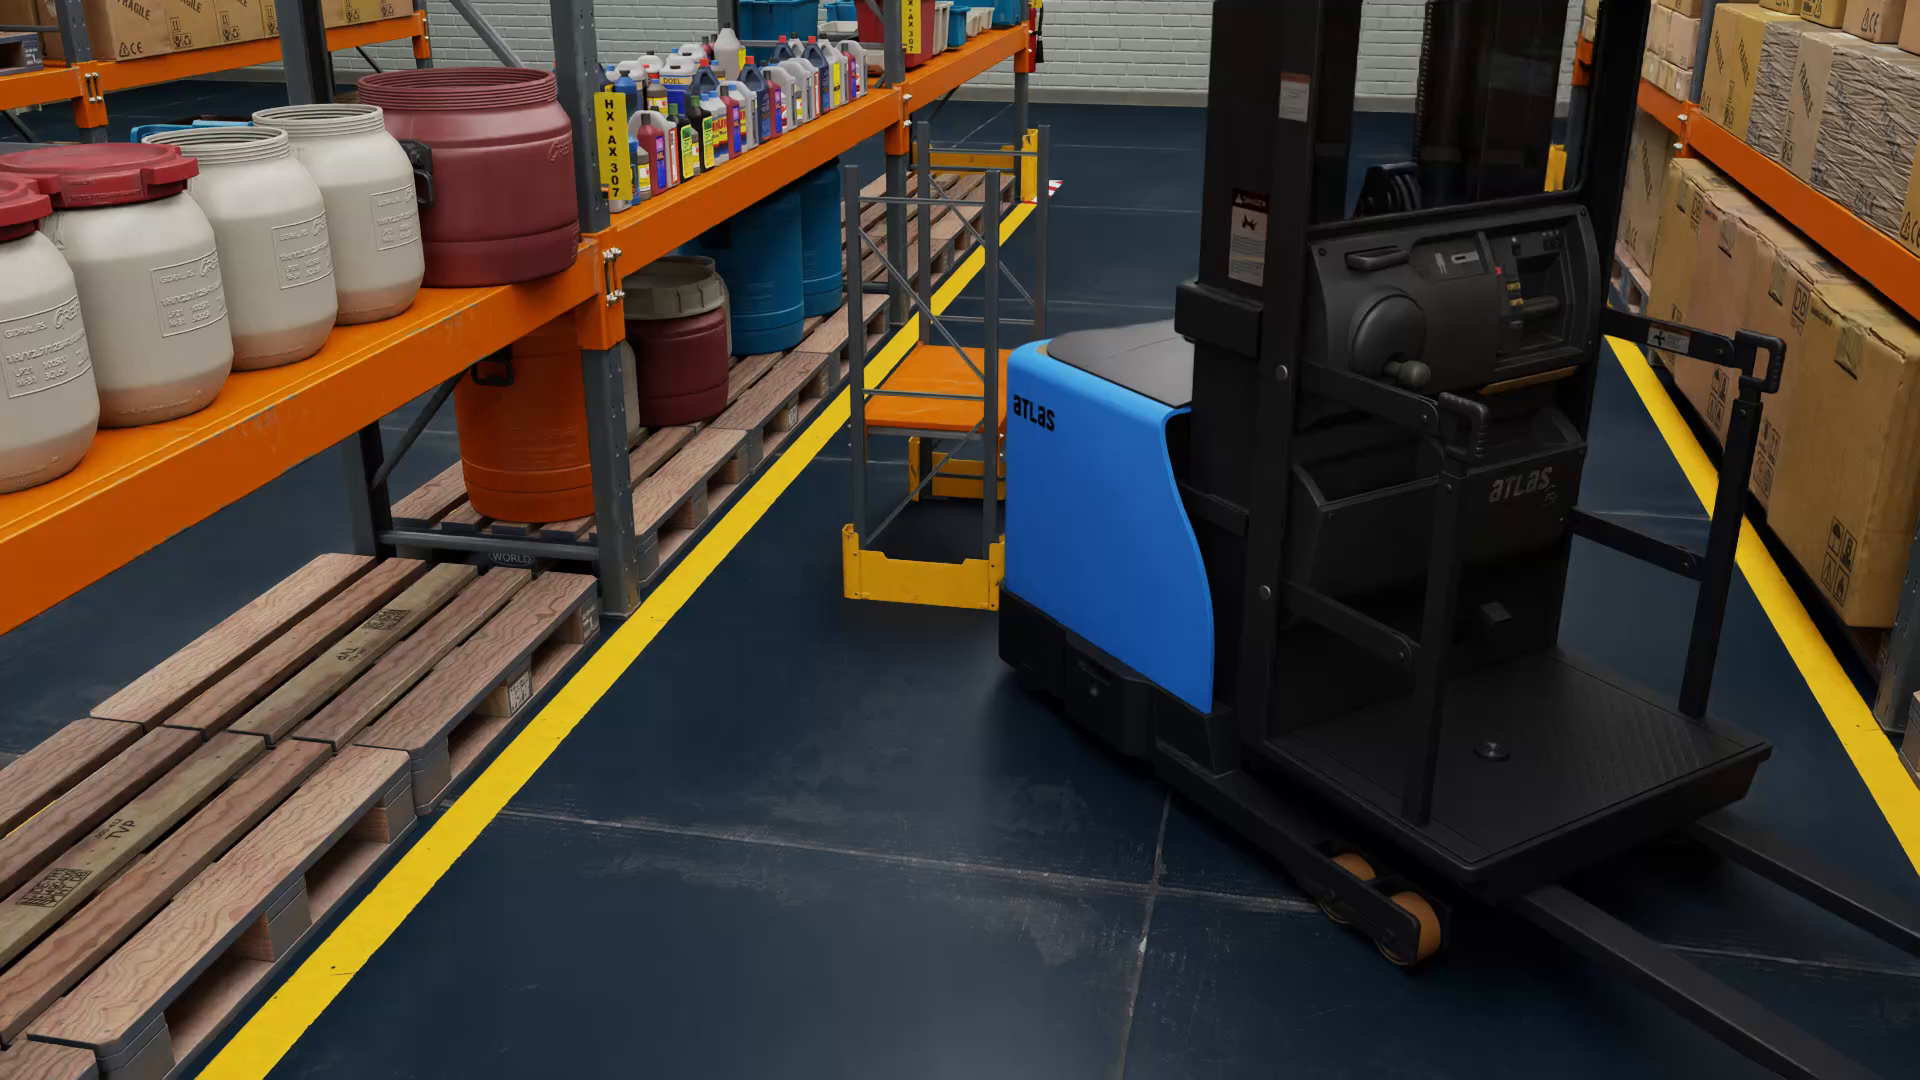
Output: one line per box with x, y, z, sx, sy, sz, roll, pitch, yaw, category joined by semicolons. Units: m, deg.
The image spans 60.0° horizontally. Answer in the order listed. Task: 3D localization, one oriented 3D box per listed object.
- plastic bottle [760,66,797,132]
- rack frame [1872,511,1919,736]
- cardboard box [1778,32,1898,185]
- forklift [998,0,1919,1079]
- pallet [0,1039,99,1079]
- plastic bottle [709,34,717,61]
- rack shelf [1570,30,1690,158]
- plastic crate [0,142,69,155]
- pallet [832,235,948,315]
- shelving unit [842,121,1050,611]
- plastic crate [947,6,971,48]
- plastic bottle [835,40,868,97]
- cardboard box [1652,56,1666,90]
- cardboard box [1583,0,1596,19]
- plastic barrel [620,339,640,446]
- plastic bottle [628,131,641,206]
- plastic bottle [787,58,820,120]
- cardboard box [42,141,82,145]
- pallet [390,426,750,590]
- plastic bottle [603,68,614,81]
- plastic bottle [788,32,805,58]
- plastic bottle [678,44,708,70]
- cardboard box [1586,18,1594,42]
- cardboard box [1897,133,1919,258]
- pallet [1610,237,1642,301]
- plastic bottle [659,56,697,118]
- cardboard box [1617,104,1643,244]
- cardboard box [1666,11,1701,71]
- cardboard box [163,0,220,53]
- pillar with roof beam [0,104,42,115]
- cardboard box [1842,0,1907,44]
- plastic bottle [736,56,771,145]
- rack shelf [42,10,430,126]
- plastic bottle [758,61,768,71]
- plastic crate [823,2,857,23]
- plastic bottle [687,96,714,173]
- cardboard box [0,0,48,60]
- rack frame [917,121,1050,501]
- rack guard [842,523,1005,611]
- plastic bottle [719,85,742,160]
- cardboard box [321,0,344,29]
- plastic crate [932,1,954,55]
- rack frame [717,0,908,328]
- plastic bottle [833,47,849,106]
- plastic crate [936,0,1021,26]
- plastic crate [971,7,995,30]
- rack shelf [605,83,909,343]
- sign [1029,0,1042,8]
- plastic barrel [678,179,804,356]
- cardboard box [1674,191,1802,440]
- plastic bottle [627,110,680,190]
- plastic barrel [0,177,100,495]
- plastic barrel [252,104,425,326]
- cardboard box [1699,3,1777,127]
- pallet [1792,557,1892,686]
-0.810;-1.962;7.377;0.152;0.276;0.135;4;22;11;plastic bottle
3.238;-0.800;4.325;1.000;3.000;0.127;4;22;11;rack frame
3.411;-1.604;6.187;0.500;0.500;0.500;5;22;12;cardboard box
1.321;-0.566;3.836;1.130;2.935;3.031;-13;25;-29;forklift
-2.304;1.288;2.872;1.003;0.211;1.213;4;22;11;pallet
-1.287;-2.485;8.665;0.061;0.283;0.133;4;22;11;plastic bottle
4.463;-2.661;9.908;1.077;0.370;4.000;4;22;11;rack shelf
-2.240;-0.640;3.841;0.402;0.464;0.583;4;22;11;plastic crate
-0.682;-1.619;10.091;1.003;0.211;1.213;4;22;11;pallet
-0.016;-0.668;6.004;0.587;1.500;1.083;4;22;11;shelving unit
-0.146;-3.283;10.634;0.416;0.233;0.300;4;22;11;plastic crate
-0.558;-2.414;8.499;0.152;0.276;0.135;4;22;11;plastic bottle
3.901;-2.471;8.810;0.380;0.149;0.250;4;22;10;cardboard box
4.509;-3.639;11.178;0.500;0.250;0.500;4;22;9;cardboard box
-1.499;-0.612;6.626;0.421;0.512;0.421;0;22;0;plastic barrel
-1.155;-1.292;5.719;0.097;0.271;0.097;0;22;0;plastic bottle
-0.736;-2.096;7.709;0.152;0.276;0.135;4;22;11;plastic bottle
-5.804;-2.294;10.792;0.500;0.500;0.500;4;22;11;cardboard box
-1.490;-0.176;6.507;1.003;0.211;1.213;4;22;11;pallet
-1.568;-1.941;7.331;0.097;0.271;0.097;0;22;0;plastic bottle
-0.802;-2.268;8.035;0.144;0.351;0.185;4;22;11;plastic bottle
-1.336;-2.309;8.238;0.152;0.276;0.135;4;22;11;plastic bottle
4.424;-3.411;11.144;0.380;0.149;0.250;4;22;10;cardboard box
3.097;-1.046;4.802;0.500;0.500;0.500;5;23;13;cardboard box
4.533;-1.689;10.265;1.003;0.211;1.213;4;22;11;pallet
-1.302;-2.093;7.700;0.152;0.276;0.135;4;22;11;plastic bottle
4.633;-2.362;10.486;0.875;0.875;0.875;4;22;11;cardboard box
3.888;-2.513;8.381;0.500;0.250;0.500;4;22;10;cardboard box
-5.170;-3.419;10.694;0.500;0.500;0.500;5;22;12;cardboard box
-5.758;-8.367;15.082;9.100;9.000;0.400;4;22;11;pillar with roof beam
3.670;-2.062;5.981;0.797;0.503;0.637;5;23;13;cardboard box
-0.886;-1.854;7.007;0.144;0.351;0.185;4;22;11;plastic bottle
-5.234;-3.417;11.787;1.077;0.370;4.000;4;22;11;rack shelf
-0.889;-2.048;7.595;0.097;0.271;0.097;0;22;0;plastic bottle
-0.681;-3.397;10.917;0.416;0.233;0.300;4;22;11;plastic crate
-0.992;-1.556;6.359;0.061;0.283;0.133;4;22;11;plastic bottle
-5.792;-3.268;10.320;0.500;0.500;0.500;5;22;12;cardboard box
0.086;-0.850;6.458;0.500;1.500;0.032;4;22;11;rack frame
-0.117;0.094;5.785;0.587;0.250;0.087;4;22;11;rack guard
-0.925;-1.676;6.657;0.061;0.283;0.133;4;22;11;plastic bottle
-4.861;-3.972;12.068;0.500;0.500;0.500;5;22;11;cardboard box
-0.302;-3.158;10.258;0.437;0.282;0.530;4;22;11;plastic crate
-0.794;-2.641;8.895;1.000;3.000;0.127;4;22;11;rack frame
-0.633;-2.281;8.167;0.152;0.276;0.135;4;22;11;plastic bottle
0.137;-4.011;12.170;0.616;0.435;0.499;4;22;11;plastic crate
0.033;-3.697;11.791;0.396;0.136;0.243;4;22;11;plastic crate
-1.202;-1.575;7.213;1.077;0.370;4.000;4;22;11;rack shelf
0.564;-4.143;12.407;0.100;0.325;0.005;4;22;11;sign
-1.066;-1.405;8.075;0.600;0.901;0.708;4;22;11;plastic barrel
3.762;-0.910;6.879;1.225;0.875;0.875;4;22;9;cardboard box
-1.111;-1.423;6.038;0.152;0.276;0.135;4;22;11;plastic bottle
-1.867;-0.379;3.098;0.433;0.535;0.433;0;22;0;plastic barrel
-1.611;-0.837;4.267;0.421;0.512;0.421;0;22;0;plastic barrel
3.716;-2.160;7.568;0.500;0.500;0.500;5;22;11;cardboard box
3.473;0.211;5.548;1.003;0.211;1.213;4;22;11;pallet
